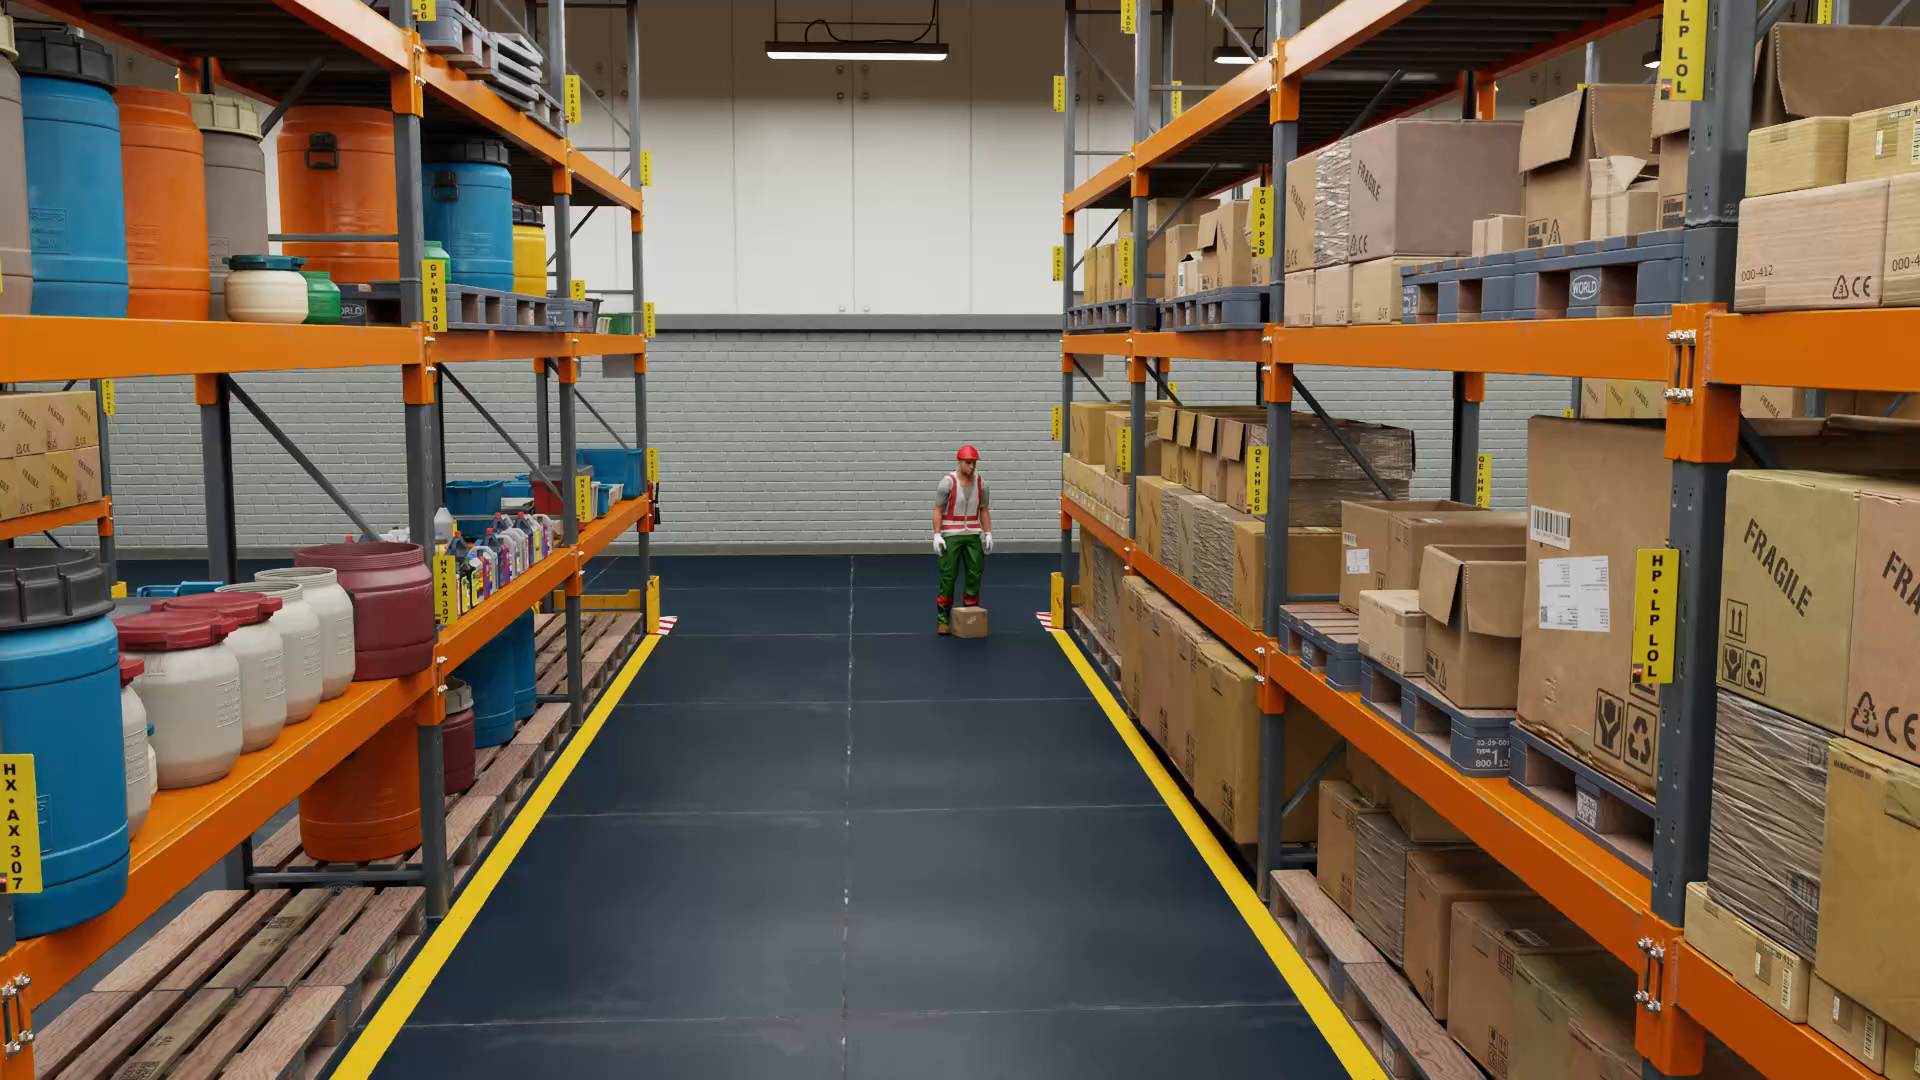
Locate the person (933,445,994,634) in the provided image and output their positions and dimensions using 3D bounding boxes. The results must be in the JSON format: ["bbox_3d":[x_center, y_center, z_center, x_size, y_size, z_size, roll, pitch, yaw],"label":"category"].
[{"bbox_3d":[0.028,-0.010,15.758,0.615,1.780,0.447,-3,7,-22],"label":"person"}]
